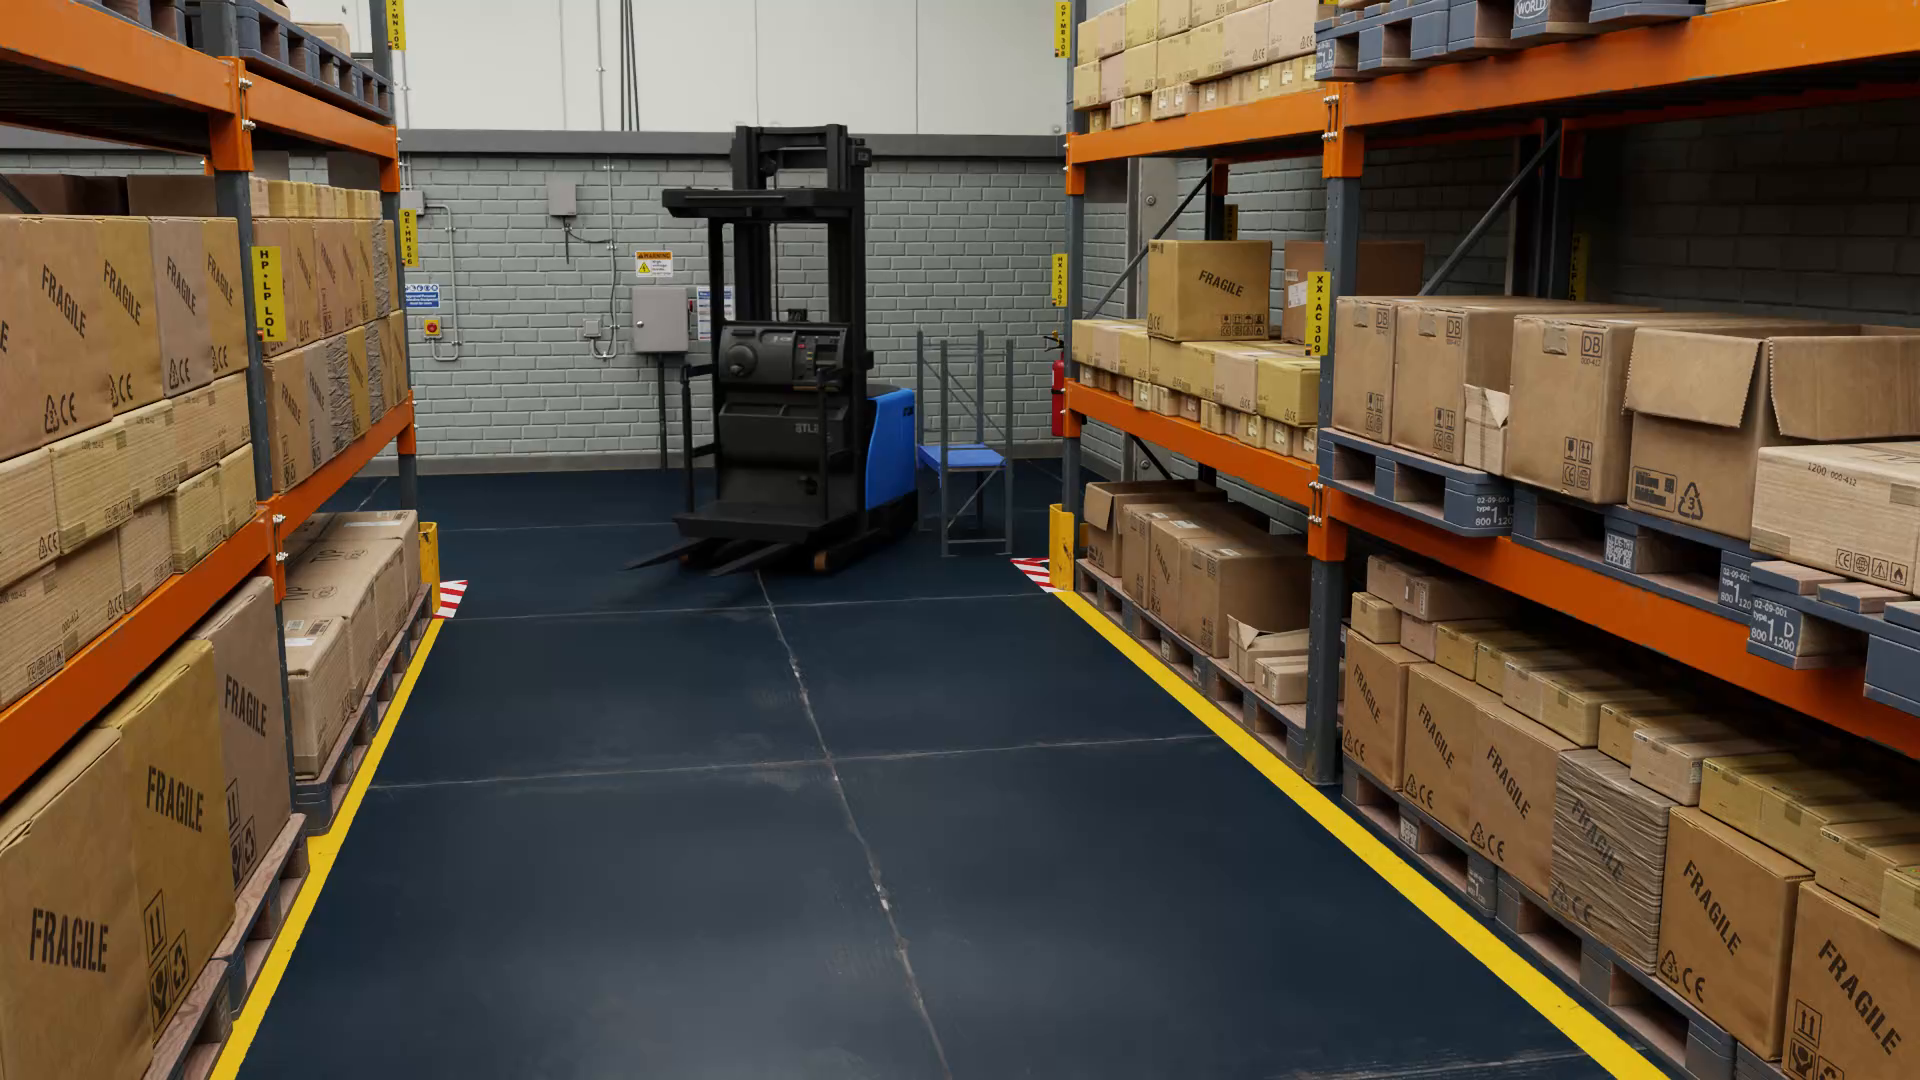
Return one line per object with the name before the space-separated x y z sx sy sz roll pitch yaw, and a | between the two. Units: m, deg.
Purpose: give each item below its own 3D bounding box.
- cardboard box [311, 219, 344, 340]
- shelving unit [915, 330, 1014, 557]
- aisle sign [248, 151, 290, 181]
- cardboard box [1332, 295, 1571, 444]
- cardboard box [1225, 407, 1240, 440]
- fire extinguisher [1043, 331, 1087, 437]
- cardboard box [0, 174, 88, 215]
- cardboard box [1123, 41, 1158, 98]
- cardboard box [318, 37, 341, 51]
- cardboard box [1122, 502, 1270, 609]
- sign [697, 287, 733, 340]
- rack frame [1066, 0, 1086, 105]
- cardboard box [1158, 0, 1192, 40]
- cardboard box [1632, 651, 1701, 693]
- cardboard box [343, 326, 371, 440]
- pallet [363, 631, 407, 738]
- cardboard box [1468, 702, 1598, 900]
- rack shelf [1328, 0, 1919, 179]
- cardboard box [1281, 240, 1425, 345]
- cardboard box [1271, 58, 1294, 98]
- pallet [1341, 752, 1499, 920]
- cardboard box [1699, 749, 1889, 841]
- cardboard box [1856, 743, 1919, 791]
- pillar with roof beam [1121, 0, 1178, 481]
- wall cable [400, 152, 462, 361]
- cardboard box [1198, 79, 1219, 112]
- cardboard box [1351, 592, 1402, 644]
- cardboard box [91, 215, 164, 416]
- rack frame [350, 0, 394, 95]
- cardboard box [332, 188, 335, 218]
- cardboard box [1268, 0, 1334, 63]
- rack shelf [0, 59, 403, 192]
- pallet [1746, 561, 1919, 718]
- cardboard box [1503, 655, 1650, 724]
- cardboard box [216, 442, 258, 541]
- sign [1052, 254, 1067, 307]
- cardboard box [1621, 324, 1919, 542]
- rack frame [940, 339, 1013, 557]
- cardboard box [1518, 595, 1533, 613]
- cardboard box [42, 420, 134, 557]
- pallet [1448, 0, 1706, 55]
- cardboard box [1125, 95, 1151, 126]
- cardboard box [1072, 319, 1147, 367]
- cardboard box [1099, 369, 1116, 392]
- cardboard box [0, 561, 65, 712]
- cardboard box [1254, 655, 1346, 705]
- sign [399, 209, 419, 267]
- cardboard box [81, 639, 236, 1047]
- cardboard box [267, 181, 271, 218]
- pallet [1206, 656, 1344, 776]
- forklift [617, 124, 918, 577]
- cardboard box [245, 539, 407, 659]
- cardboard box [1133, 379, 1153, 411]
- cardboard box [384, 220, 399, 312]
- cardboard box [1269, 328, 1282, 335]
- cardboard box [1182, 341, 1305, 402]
cardboard box | -2.968 -1.125 7.145 0.500 0.500 0.500 -2 11 -10
shelving unit | 0.022 -0.722 11.977 0.538 1.500 1.048 -2 11 -10
aisle sign | -4.009 -2.315 9.384 0.394 0.787 0.004 -2 11 -11
cardboard box | 1.811 -0.641 6.153 0.700 0.500 0.500 -2 11 -10
cardboard box | 1.456 -0.552 7.744 0.380 0.149 0.250 -2 11 -10
fire extinguisher | 0.676 -1.005 10.661 0.296 0.674 0.183 -2 11 -11
cardboard box | -3.304 -1.205 5.831 0.380 0.149 0.250 -2 11 -12
cardboard box | 1.183 -2.484 8.810 0.500 0.250 0.500 -2 11 -13
cardboard box | -3.374 -2.488 8.502 0.380 0.149 0.250 -3 11 -15
cardboard box | 1.312 0.079 9.321 0.700 0.500 0.500 -2 11 -9
sign | -2.297 -2.127 15.606 0.329 0.494 0.001 -2 11 -11
rack frame | 1.158 -4.164 10.004 1.000 3.000 0.127 -2 11 -11
cardboard box | 1.299 -2.639 8.284 0.500 0.250 0.500 -2 11 -9
cardboard box | 2.479 0.468 5.542 0.380 0.149 0.250 -2 11 -9
cardboard box | -3.051 -0.725 7.714 0.500 0.500 0.500 -2 11 -9
pallet | -3.244 0.702 7.945 1.003 0.211 1.213 -2 11 -11
cardboard box | 2.015 0.825 5.403 0.500 0.500 0.500 -2 11 -13
rack shelf | 2.325 -1.236 4.570 1.077 0.370 4.000 -2 11 -11
cardboard box | 1.907 -1.206 8.113 0.500 0.500 0.500 -2 11 -13
cardboard box | 1.532 -1.933 6.980 0.380 0.149 0.250 -2 11 -11
pallet | 2.131 1.035 6.195 1.003 0.211 1.213 -2 11 -11
cardboard box | 2.222 0.678 4.440 0.380 0.149 0.250 -2 11 -12
cardboard box | 2.706 0.655 4.560 0.380 0.149 0.250 -2 11 -12
pillar with roof beam | -2.705 -4.534 11.952 9.100 9.000 0.400 -2 11 -11
wall cable | -4.830 -2.583 14.944 0.585 1.953 0.123 -2 11 -11
cardboard box | 1.366 -2.124 7.983 0.380 0.149 0.250 -2 11 -10
cardboard box | 1.745 0.296 6.448 0.380 0.149 0.250 -2 11 -8
cardboard box | -2.412 -0.581 4.284 0.500 0.500 0.500 -2 11 -9
rack frame | -3.710 -3.982 9.052 1.000 3.000 0.127 -2 11 -11
cardboard box | -3.109 -1.555 7.666 0.380 0.149 0.250 -2 11 -9
cardboard box | 1.597 -2.108 6.834 0.500 0.250 0.500 -2 11 -11
rack shelf | -3.321 -1.789 7.473 1.077 0.370 4.000 -2 11 -11
pallet | 2.513 0.223 3.514 1.213 0.211 1.003 -2 11 -11
cardboard box | 2.014 0.487 5.441 0.380 0.149 0.250 -2 11 -11
cardboard box | -2.598 -0.155 5.389 0.500 0.250 0.500 -2 11 -12
sign | 0.626 -1.622 10.380 0.100 0.325 0.005 -2 11 -11
cardboard box | 2.215 -0.299 4.345 0.797 0.503 0.637 -2 11 -12
rack frame | 0.115 -0.628 11.486 0.500 1.500 0.032 -2 11 -10
cardboard box | 2.290 0.277 6.545 0.380 0.149 0.250 -3 11 -13
cardboard box | -2.280 -0.122 3.879 0.500 0.250 0.500 -2 11 -10
pallet | 2.199 -1.552 4.807 1.213 0.211 1.003 -2 11 -11
cardboard box | 1.107 -2.308 8.948 0.380 0.149 0.250 -2 11 -11
cardboard box | 0.982 -1.196 10.063 0.500 0.250 0.500 -2 11 -11
cardboard box | 1.048 -0.978 9.983 0.380 0.149 0.250 -2 11 -10
cardboard box | -2.216 0.217 3.436 0.500 0.250 0.500 -2 11 -9
cardboard box | 1.540 0.620 7.419 0.380 0.149 0.250 -2 11 -13
sign | -3.175 -1.738 9.573 0.100 0.325 0.005 -2 11 -11
cardboard box | -2.550 0.812 4.467 0.875 0.875 0.875 -2 11 -9
cardboard box | -2.896 -1.320 6.431 0.380 0.149 0.250 -2 11 -12
pallet | 1.803 0.761 7.633 1.003 0.211 1.213 -2 11 -11
forklift | -1.278 -1.293 11.153 1.130 2.935 3.031 4 11 18
cardboard box | -3.297 0.302 8.316 0.875 0.438 0.875 -2 11 -9
cardboard box | 1.155 -0.785 8.968 0.380 0.149 0.250 -2 11 -13
cardboard box | -3.383 -1.496 9.091 0.500 0.500 0.500 -2 11 -9
cardboard box | 1.699 -1.029 9.184 0.500 0.250 0.500 -2 11 -9
cardboard box | 1.402 -0.823 8.104 0.500 0.250 0.500 -2 11 -11
